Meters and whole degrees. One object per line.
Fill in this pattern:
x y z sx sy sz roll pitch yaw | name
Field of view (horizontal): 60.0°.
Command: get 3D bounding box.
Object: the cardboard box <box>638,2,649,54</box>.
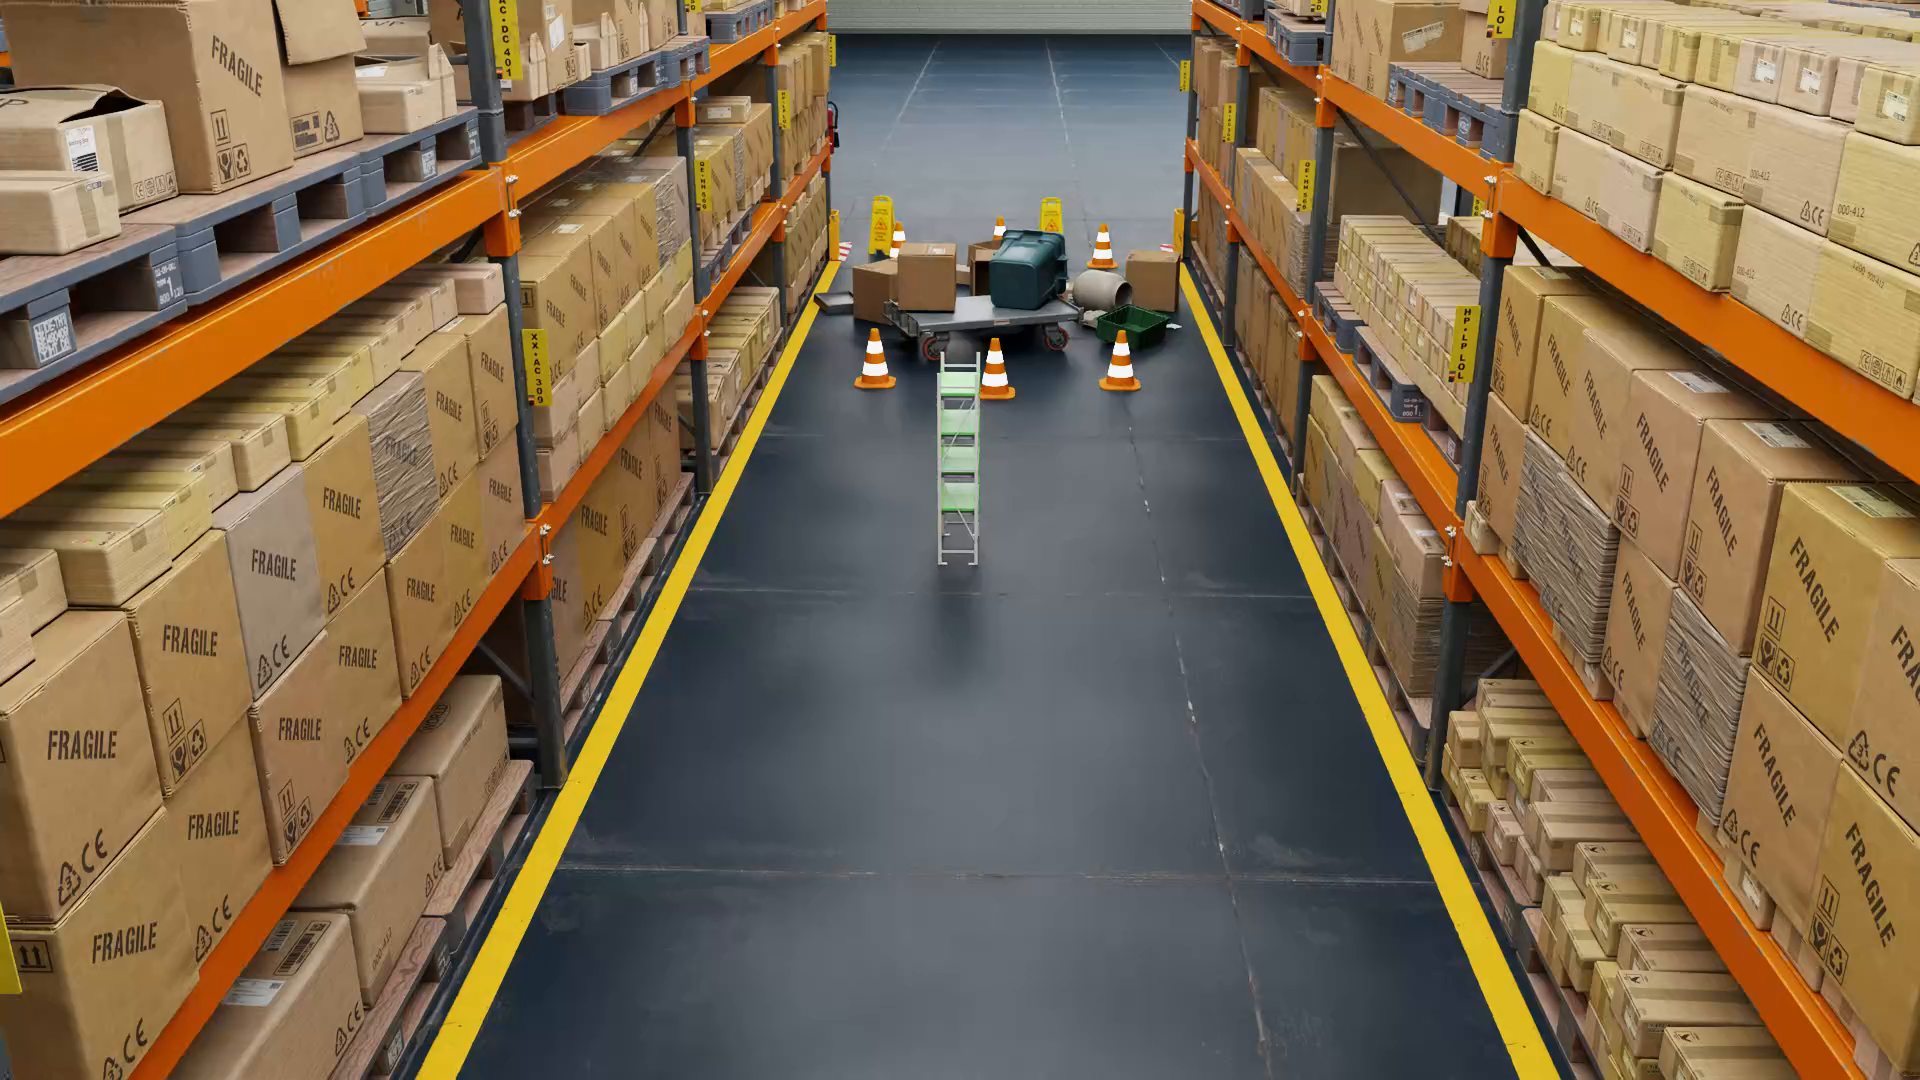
-1.884 -2.757 8.948 0.396 0.266 0.258 0 21 0 | cardboard box

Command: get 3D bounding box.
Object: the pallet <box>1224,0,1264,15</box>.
2.916 -4.809 14.752 1.003 0.211 1.213 1 21 2 | pallet

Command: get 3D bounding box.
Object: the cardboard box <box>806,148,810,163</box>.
-1.715 -3.902 16.787 0.380 0.149 0.250 0 21 1 | cardboard box

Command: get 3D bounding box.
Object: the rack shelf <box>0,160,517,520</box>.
-2.375 -0.621 4.831 1.077 0.370 4.000 1 21 2 | rack shelf

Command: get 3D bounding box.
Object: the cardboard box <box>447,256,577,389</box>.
-2.013 -0.950 7.311 0.500 0.500 0.500 1 21 2 | cardboard box

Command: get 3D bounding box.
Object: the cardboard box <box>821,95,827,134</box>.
-1.690 -4.606 17.704 0.500 0.500 0.500 0 21 1 | cardboard box

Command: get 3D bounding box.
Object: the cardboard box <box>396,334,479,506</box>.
-2.076 -0.437 5.989 0.500 0.500 0.500 0 21 1 | cardboard box

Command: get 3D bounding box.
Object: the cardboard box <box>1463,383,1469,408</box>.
2.452 -0.627 7.354 0.380 0.149 0.250 1 21 3 | cardboard box

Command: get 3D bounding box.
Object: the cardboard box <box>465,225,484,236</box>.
-2.508 -1.329 8.286 0.500 0.500 0.500 1 21 3 | cardboard box

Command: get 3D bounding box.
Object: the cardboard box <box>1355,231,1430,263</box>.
2.533 -1.715 9.747 0.380 0.149 0.250 1 21 1 | cardboard box

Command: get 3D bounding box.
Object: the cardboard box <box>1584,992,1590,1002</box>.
2.374 1.563 5.714 0.380 0.149 0.250 1 21 3 | cardboard box

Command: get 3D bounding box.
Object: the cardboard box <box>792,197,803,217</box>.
-1.705 -3.181 15.867 0.380 0.149 0.250 1 21 4 | cardboard box

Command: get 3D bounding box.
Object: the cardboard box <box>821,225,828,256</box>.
-1.705 -3.230 17.928 0.500 0.250 0.500 1 21 1 | cardboard box

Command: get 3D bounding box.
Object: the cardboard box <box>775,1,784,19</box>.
-1.750 -4.659 14.591 0.380 0.149 0.250 1 21 2 | cardboard box

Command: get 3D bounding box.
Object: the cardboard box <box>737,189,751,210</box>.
-1.856 -2.695 13.094 0.380 0.149 0.250 1 21 2 | cardboard box

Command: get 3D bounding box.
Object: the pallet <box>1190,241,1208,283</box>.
3.056 -3.012 18.001 1.003 0.211 1.213 1 21 2 | pallet

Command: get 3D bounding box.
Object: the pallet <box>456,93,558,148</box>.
-2.335 -1.923 7.455 0.805 0.209 1.217 0 21 -1 | pallet

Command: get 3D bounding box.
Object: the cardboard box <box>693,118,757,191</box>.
-1.891 -3.020 13.035 0.500 0.500 0.500 1 21 3 | cardboard box

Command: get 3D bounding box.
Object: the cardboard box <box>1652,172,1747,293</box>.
2.298 -0.869 4.683 0.500 0.250 0.500 2 21 4 | cardboard box

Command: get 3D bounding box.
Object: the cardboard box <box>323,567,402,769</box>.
-2.114 0.400 5.214 0.500 0.500 0.500 1 21 3 | cardboard box

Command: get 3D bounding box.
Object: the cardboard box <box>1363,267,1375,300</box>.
2.525 -1.469 9.523 0.380 0.149 0.250 1 21 2 | cardboard box

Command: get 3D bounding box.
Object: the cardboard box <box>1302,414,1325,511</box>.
2.482 -0.487 10.513 0.500 0.500 0.500 0 21 -1 | cardboard box

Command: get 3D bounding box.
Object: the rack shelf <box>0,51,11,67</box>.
-7.093 -3.567 12.424 1.077 0.370 4.000 1 21 2 | rack shelf

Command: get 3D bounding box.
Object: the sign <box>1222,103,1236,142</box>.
2.325 -3.602 14.360 0.100 0.325 0.005 1 21 2 | sign

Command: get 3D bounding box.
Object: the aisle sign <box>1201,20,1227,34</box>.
2.704 -5.843 17.848 0.394 0.787 0.004 1 21 2 | aisle sign

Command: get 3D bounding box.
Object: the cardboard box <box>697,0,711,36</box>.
-2.174 -3.726 11.696 0.797 0.503 0.637 1 21 2 | cardboard box

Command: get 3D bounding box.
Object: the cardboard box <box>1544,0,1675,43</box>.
2.386 -1.908 6.119 0.380 0.149 0.250 0 21 1 | cardboard box

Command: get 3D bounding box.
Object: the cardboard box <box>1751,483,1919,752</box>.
2.296 0.180 3.987 0.500 0.500 0.500 0 21 0 | cardboard box

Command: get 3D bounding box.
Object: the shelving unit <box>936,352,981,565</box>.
-0.005 -0.500 10.158 0.258 1.200 0.503 1 21 2 | shelving unit

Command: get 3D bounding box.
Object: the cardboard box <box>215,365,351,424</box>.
-2.100 -0.431 5.076 0.380 0.149 0.250 1 21 2 | cardboard box

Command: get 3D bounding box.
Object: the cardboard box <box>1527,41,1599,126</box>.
2.382 -1.654 6.014 0.500 0.250 0.500 1 21 3 | cardboard box

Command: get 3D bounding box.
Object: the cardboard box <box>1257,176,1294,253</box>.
2.547 -2.469 12.606 0.500 0.500 0.500 1 21 2 | cardboard box

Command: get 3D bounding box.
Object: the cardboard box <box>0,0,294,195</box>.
-2.224 -1.250 4.600 0.500 0.500 0.500 1 21 3 | cardboard box

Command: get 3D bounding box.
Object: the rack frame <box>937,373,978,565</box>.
-0.012 -0.411 9.930 0.240 1.200 0.015 1 21 2 | rack frame

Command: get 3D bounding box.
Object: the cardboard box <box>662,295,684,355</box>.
-1.948 -1.287 9.907 0.500 0.250 0.500 1 21 3 | cardboard box

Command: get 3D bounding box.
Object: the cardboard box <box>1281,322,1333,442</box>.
2.867 -1.076 11.685 1.050 0.750 0.750 0 21 1 | cardboard box

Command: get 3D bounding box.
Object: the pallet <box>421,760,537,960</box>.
-2.415 1.293 6.906 1.003 0.211 1.213 1 21 2 | pallet

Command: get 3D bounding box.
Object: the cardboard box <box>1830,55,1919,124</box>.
2.312 -1.057 3.924 0.380 0.149 0.250 0 21 0 | cardboard box

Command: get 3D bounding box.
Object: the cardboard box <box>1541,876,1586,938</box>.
2.303 1.327 5.912 0.380 0.149 0.250 0 21 1 | cardboard box

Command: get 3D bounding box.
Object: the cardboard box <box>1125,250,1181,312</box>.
1.902 -2.564 16.444 0.500 0.500 0.500 4 22 11 | cardboard box

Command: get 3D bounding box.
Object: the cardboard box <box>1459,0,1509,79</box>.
2.815 -2.463 7.860 0.797 0.503 0.637 0 21 1 | cardboard box

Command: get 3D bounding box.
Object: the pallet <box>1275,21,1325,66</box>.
2.725 -3.254 10.882 1.213 0.211 1.003 2 21 4 | pallet

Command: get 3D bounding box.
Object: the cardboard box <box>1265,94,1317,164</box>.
2.857 -3.303 13.375 0.700 0.500 0.500 0 21 1 | cardboard box

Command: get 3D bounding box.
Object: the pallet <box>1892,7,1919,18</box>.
7.681 -3.779 12.234 1.213 0.211 1.003 1 21 2 | pallet

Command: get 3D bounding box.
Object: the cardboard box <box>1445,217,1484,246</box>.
3.202 -1.884 10.181 0.380 0.149 0.250 0 21 0 | cardboard box

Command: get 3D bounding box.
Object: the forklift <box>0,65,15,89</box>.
-4.889 -1.397 10.077 1.130 2.935 3.031 0 21 0 | forklift

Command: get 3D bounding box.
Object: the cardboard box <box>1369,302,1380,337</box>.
2.515 -1.240 9.346 0.380 0.149 0.250 1 21 3 | cardboard box

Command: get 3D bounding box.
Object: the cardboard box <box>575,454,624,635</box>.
-2.355 -0.038 8.838 0.875 0.875 0.875 1 21 3 | cardboard box

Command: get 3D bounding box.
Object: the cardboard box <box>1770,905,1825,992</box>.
2.280 0.999 4.156 0.380 0.149 0.250 0 21 1 | cardboard box

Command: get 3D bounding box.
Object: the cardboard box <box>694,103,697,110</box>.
-2.371 -3.389 13.986 0.500 0.500 0.500 1 21 3 | cardboard box

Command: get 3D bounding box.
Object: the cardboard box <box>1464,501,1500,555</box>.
2.301 -0.048 6.852 0.380 0.149 0.250 1 21 4 | cardboard box

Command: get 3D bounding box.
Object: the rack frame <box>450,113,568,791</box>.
-2.314 -0.281 7.108 1.000 3.000 0.127 1 21 2 | rack frame

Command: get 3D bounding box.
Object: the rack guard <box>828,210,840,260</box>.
-1.951 -3.427 18.671 1.175 0.500 0.348 1 21 2 | rack guard

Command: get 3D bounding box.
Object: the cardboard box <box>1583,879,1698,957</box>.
2.346 1.279 5.623 0.380 0.149 0.250 1 21 2 | cardboard box

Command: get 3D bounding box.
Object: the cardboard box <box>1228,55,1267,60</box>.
2.980 -4.256 15.652 0.875 0.550 0.550 1 21 2 | cardboard box

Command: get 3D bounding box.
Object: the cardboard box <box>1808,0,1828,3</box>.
7.588 -4.561 14.198 0.500 0.250 0.500 1 21 4 | cardboard box
